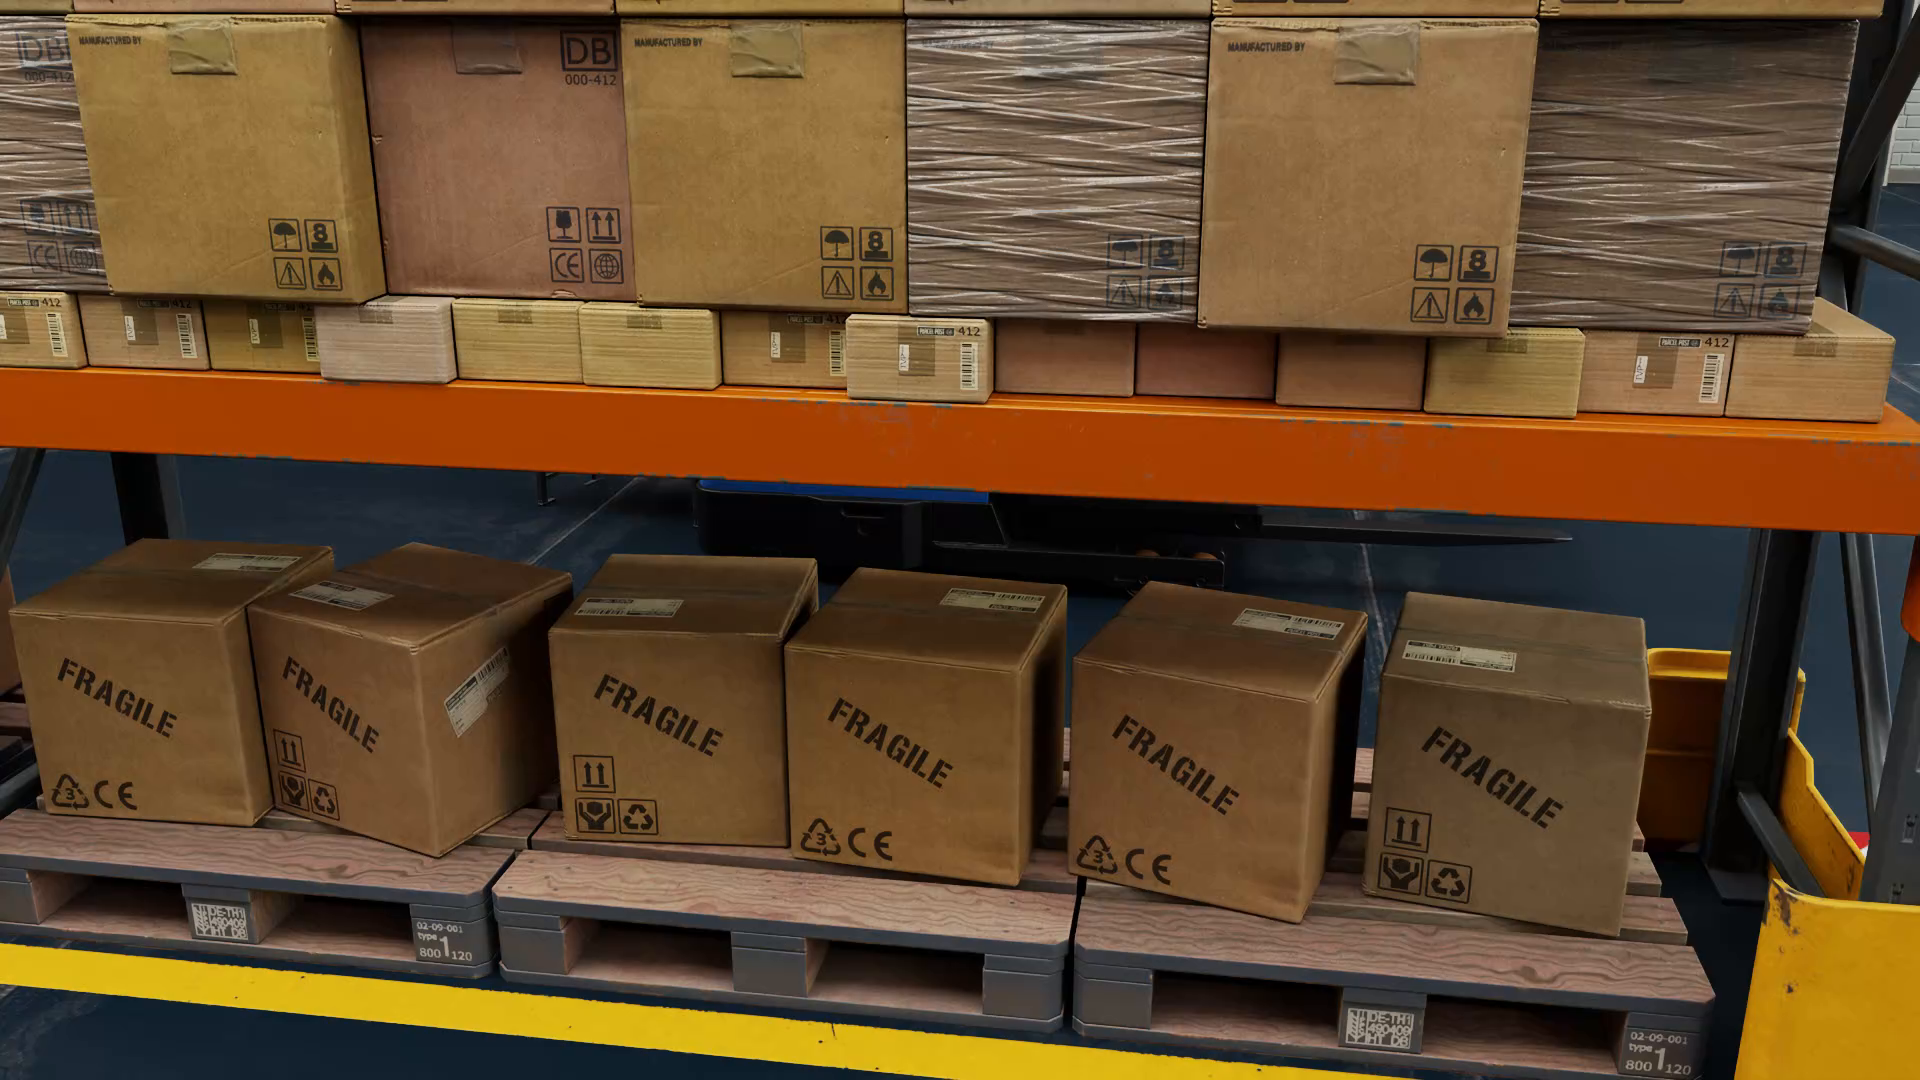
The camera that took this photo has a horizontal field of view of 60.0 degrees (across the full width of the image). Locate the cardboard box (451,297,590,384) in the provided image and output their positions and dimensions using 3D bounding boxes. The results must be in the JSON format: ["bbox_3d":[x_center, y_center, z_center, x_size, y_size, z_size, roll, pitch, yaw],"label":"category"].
[{"bbox_3d":[-0.783,-0.420,3.228,0.250,0.149,0.380,3,19,9],"label":"cardboard box"}]

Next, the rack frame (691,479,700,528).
[{"bbox_3d":[-0.943,-0.815,6.376,0.023,1.500,0.400,8,20,22],"label":"rack frame"}]

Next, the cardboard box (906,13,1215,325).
[{"bbox_3d":[0.226,-0.750,3.189,0.500,0.500,0.875,3,19,9],"label":"cardboard box"}]

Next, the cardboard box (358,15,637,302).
[{"bbox_3d":[-0.753,-0.816,3.389,0.500,0.500,0.875,3,19,9],"label":"cardboard box"}]

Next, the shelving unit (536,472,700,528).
[{"bbox_3d":[-1.279,-0.861,6.514,0.755,1.500,0.431,8,20,22],"label":"shelving unit"}]

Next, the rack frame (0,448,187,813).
[{"bbox_3d":[-2.185,-0.700,3.667,0.127,3.000,1.000,3,19,9],"label":"rack frame"}]

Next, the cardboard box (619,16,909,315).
[{"bbox_3d":[-0.266,-0.778,3.276,0.500,0.500,0.875,3,19,9],"label":"cardboard box"}]

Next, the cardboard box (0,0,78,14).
[{"bbox_3d":[-1.781,-1.260,3.140,0.500,0.500,0.500,3,19,9],"label":"cardboard box"}]

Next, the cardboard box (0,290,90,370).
[{"bbox_3d":[-1.776,-0.459,3.343,0.250,0.149,0.380,3,19,9],"label":"cardboard box"}]

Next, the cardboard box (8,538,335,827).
[{"bbox_3d":[-1.797,0.319,3.900,0.500,0.500,0.500,2,19,7],"label":"cardboard box"}]

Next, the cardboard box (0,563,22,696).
[{"bbox_3d":[-2.788,0.239,4.107,0.500,0.500,0.700,1,19,4],"label":"cardboard box"}]

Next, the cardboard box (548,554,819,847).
[{"bbox_3d":[-0.604,0.352,3.801,0.500,0.500,0.500,1,19,4],"label":"cardboard box"}]

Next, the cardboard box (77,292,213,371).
[{"bbox_3d":[-1.525,-0.455,3.332,0.250,0.149,0.380,3,19,9],"label":"cardboard box"}]

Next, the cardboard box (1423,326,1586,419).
[{"bbox_3d":[0.948,-0.338,2.983,0.250,0.149,0.380,3,19,9],"label":"cardboard box"}]

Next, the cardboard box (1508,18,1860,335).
[{"bbox_3d":[1.226,-0.723,3.111,0.500,0.500,0.875,3,19,9],"label":"cardboard box"}]

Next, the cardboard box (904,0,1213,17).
[{"bbox_3d":[0.194,-1.161,2.843,0.500,0.500,0.500,3,19,9],"label":"cardboard box"}]

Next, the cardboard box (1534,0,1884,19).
[{"bbox_3d":[1.182,-1.111,2.695,0.500,0.500,0.500,3,19,9],"label":"cardboard box"}]

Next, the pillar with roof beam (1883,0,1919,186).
[{"bbox_3d":[8.816,-6.670,12.056,0.400,9.000,9.100,3,19,9],"label":"pillar with roof beam"}]

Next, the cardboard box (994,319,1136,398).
[{"bbox_3d":[0.213,-0.387,3.128,0.250,0.149,0.380,3,19,9],"label":"cardboard box"}]

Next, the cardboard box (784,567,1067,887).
[{"bbox_3d":[-0.060,0.394,3.675,0.500,0.500,0.500,5,19,14],"label":"cardboard box"}]

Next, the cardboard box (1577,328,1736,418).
[{"bbox_3d":[1.203,-0.342,2.993,0.250,0.149,0.380,3,19,9],"label":"cardboard box"}]

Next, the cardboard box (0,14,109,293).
[{"bbox_3d":[-1.751,-0.846,3.479,0.500,0.500,0.875,3,19,9],"label":"cardboard box"}]

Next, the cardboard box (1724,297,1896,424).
[{"bbox_3d":[1.450,-0.329,2.955,0.250,0.149,0.380,3,19,9],"label":"cardboard box"}]

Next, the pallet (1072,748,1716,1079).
[{"bbox_3d":[0.893,0.768,3.675,1.213,0.211,1.003,3,19,9],"label":"pallet"}]

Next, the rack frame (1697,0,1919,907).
[{"bbox_3d":[1.764,-0.498,3.066,0.127,3.000,1.000,3,19,9],"label":"rack frame"}]

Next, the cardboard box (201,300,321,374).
[{"bbox_3d":[-1.276,-0.445,3.303,0.250,0.149,0.380,3,19,9],"label":"cardboard box"}]

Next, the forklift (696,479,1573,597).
[{"bbox_3d":[0.622,-1.359,5.746,3.031,2.935,1.130,3,19,8],"label":"forklift"}]

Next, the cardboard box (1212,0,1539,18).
[{"bbox_3d":[0.687,-1.135,2.765,0.500,0.500,0.500,3,19,9],"label":"cardboard box"}]

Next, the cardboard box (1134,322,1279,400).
[{"bbox_3d":[0.464,-0.381,3.111,0.250,0.149,0.380,3,19,9],"label":"cardboard box"}]

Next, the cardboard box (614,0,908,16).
[{"bbox_3d":[-0.298,-1.188,2.925,0.500,0.500,0.500,3,19,9],"label":"cardboard box"}]

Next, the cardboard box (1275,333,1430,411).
[{"bbox_3d":[0.704,-0.356,3.035,0.250,0.149,0.380,3,19,9],"label":"cardboard box"}]

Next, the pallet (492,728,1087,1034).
[{"bbox_3d":[-0.308,0.706,3.860,1.213,0.211,1.003,3,19,9],"label":"pallet"}]

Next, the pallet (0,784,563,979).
[{"bbox_3d":[-1.516,0.645,4.042,1.213,0.211,1.003,3,19,9],"label":"pallet"}]

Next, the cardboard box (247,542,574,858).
[{"bbox_3d":[-1.230,0.346,3.821,0.500,0.500,0.500,9,21,26],"label":"cardboard box"}]

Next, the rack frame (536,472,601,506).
[{"bbox_3d":[-1.615,-0.907,6.651,0.023,1.500,0.400,8,20,22],"label":"rack frame"}]

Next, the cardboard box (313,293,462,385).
[{"bbox_3d":[-1.036,-0.420,3.227,0.250,0.149,0.380,3,19,9],"label":"cardboard box"}]

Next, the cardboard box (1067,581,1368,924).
[{"bbox_3d":[0.555,0.432,3.563,0.500,0.500,0.500,8,20,23],"label":"cardboard box"}]

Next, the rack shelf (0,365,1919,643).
[{"bbox_3d":[-0.210,-0.258,3.481,4.000,0.370,1.077,3,19,9],"label":"rack shelf"}]

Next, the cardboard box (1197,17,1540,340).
[{"bbox_3d":[0.713,-0.711,3.074,0.500,0.500,0.875,3,19,9],"label":"cardboard box"}]

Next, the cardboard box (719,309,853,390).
[{"bbox_3d":[-0.283,-0.406,3.185,0.250,0.149,0.380,3,19,9],"label":"cardboard box"}]

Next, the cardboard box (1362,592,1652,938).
[{"bbox_3d":[1.150,0.451,3.505,0.500,0.500,0.500,7,20,19],"label":"cardboard box"}]

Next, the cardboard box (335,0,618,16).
[{"bbox_3d":[-0.794,-1.210,2.990,0.500,0.500,0.500,3,19,9],"label":"cardboard box"}]

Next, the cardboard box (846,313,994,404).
[{"bbox_3d":[-0.048,-0.372,3.082,0.250,0.149,0.380,3,19,9],"label":"cardboard box"}]

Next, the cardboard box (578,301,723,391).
[{"bbox_3d":[-0.537,-0.404,3.180,0.250,0.149,0.380,3,19,9],"label":"cardboard box"}]

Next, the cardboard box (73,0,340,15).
[{"bbox_3d":[-1.287,-1.235,3.066,0.500,0.500,0.500,3,19,9],"label":"cardboard box"}]

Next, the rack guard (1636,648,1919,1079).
[{"bbox_3d":[1.689,0.683,3.474,0.348,0.500,1.175,3,19,9],"label":"rack guard"}]

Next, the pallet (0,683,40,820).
[{"bbox_3d":[-2.954,0.584,4.225,1.213,0.211,1.003,3,19,9],"label":"pallet"}]

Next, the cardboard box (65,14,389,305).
[{"bbox_3d":[-1.263,-0.810,3.370,0.500,0.500,0.875,3,19,9],"label":"cardboard box"}]
